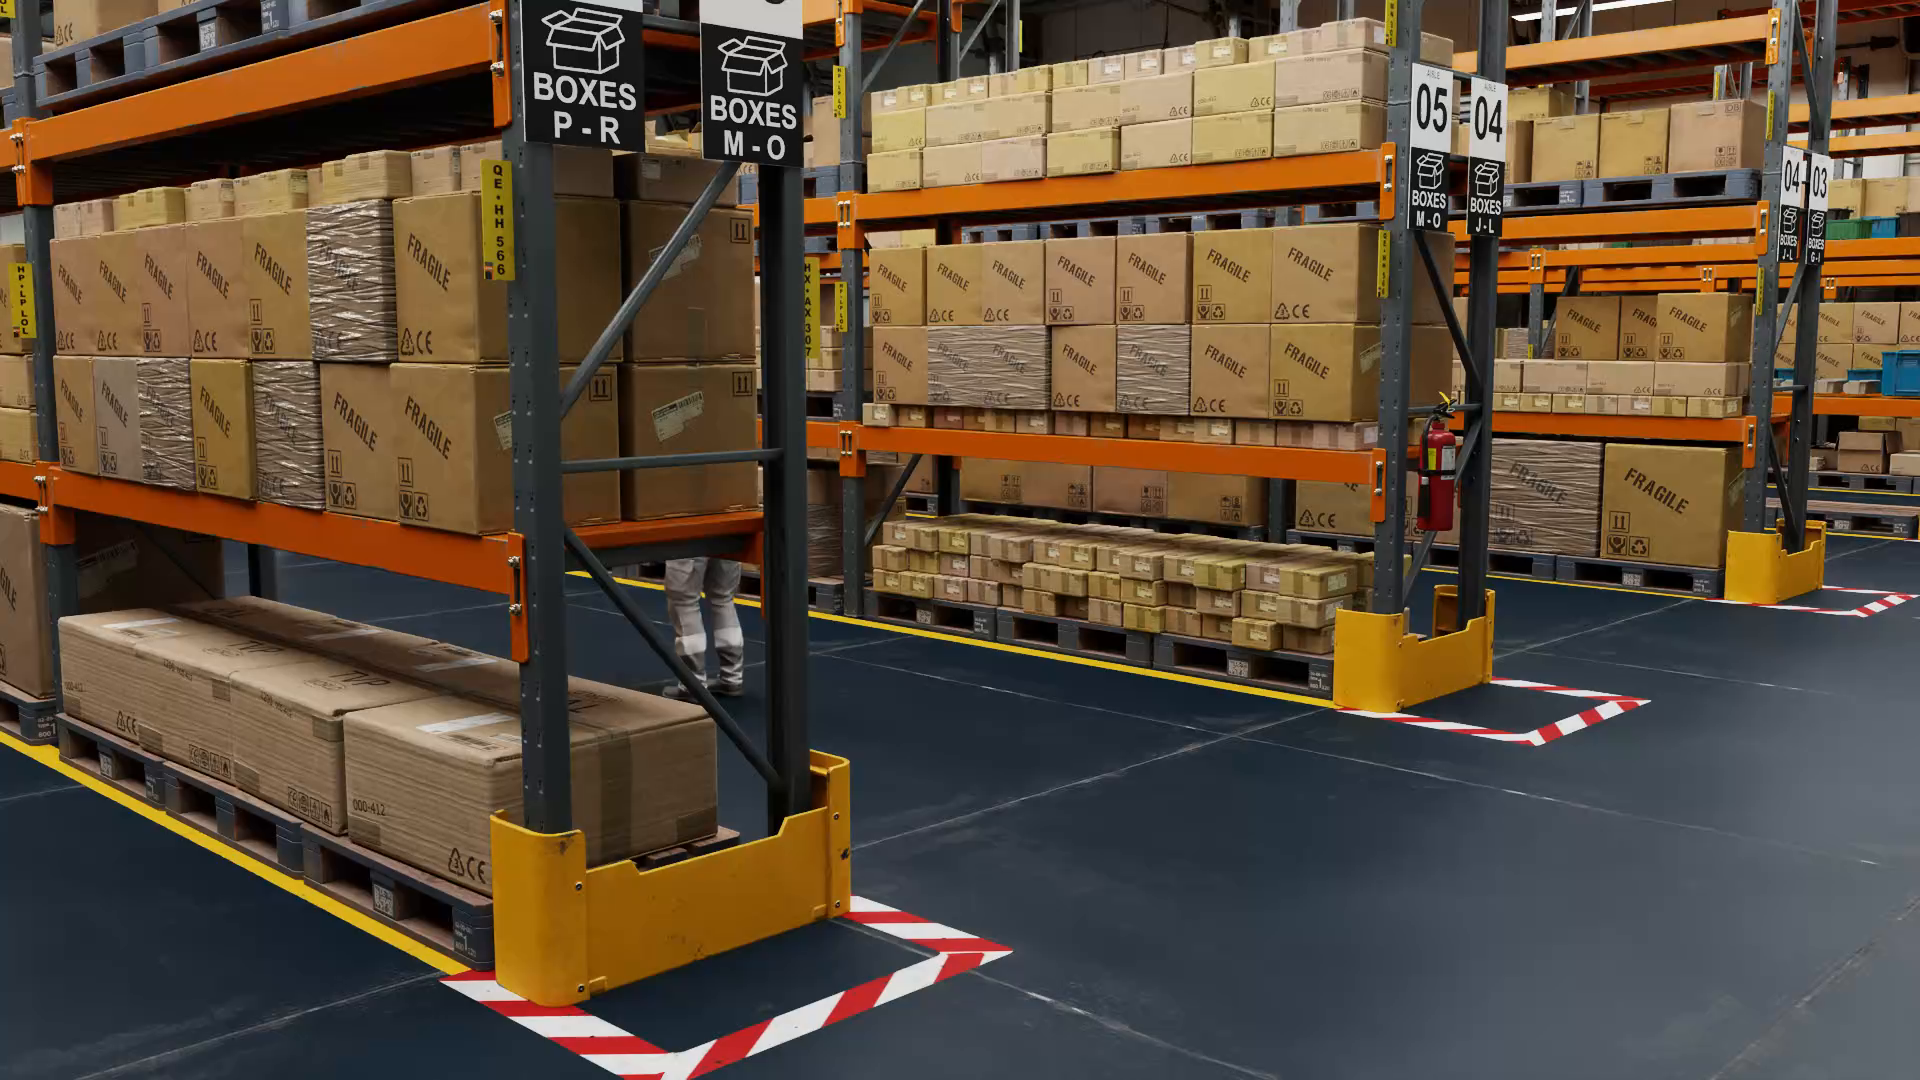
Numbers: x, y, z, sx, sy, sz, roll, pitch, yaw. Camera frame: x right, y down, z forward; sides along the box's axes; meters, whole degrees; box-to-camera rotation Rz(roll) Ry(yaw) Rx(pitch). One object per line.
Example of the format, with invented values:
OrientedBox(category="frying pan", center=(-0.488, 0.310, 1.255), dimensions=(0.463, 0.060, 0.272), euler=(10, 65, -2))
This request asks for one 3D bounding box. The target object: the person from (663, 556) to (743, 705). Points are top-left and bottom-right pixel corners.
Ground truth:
OrientedBox(category="person", center=(-1.410, -0.053, 8.688), dimensions=(0.587, 1.763, 0.489), euler=(6, 9, 42))
